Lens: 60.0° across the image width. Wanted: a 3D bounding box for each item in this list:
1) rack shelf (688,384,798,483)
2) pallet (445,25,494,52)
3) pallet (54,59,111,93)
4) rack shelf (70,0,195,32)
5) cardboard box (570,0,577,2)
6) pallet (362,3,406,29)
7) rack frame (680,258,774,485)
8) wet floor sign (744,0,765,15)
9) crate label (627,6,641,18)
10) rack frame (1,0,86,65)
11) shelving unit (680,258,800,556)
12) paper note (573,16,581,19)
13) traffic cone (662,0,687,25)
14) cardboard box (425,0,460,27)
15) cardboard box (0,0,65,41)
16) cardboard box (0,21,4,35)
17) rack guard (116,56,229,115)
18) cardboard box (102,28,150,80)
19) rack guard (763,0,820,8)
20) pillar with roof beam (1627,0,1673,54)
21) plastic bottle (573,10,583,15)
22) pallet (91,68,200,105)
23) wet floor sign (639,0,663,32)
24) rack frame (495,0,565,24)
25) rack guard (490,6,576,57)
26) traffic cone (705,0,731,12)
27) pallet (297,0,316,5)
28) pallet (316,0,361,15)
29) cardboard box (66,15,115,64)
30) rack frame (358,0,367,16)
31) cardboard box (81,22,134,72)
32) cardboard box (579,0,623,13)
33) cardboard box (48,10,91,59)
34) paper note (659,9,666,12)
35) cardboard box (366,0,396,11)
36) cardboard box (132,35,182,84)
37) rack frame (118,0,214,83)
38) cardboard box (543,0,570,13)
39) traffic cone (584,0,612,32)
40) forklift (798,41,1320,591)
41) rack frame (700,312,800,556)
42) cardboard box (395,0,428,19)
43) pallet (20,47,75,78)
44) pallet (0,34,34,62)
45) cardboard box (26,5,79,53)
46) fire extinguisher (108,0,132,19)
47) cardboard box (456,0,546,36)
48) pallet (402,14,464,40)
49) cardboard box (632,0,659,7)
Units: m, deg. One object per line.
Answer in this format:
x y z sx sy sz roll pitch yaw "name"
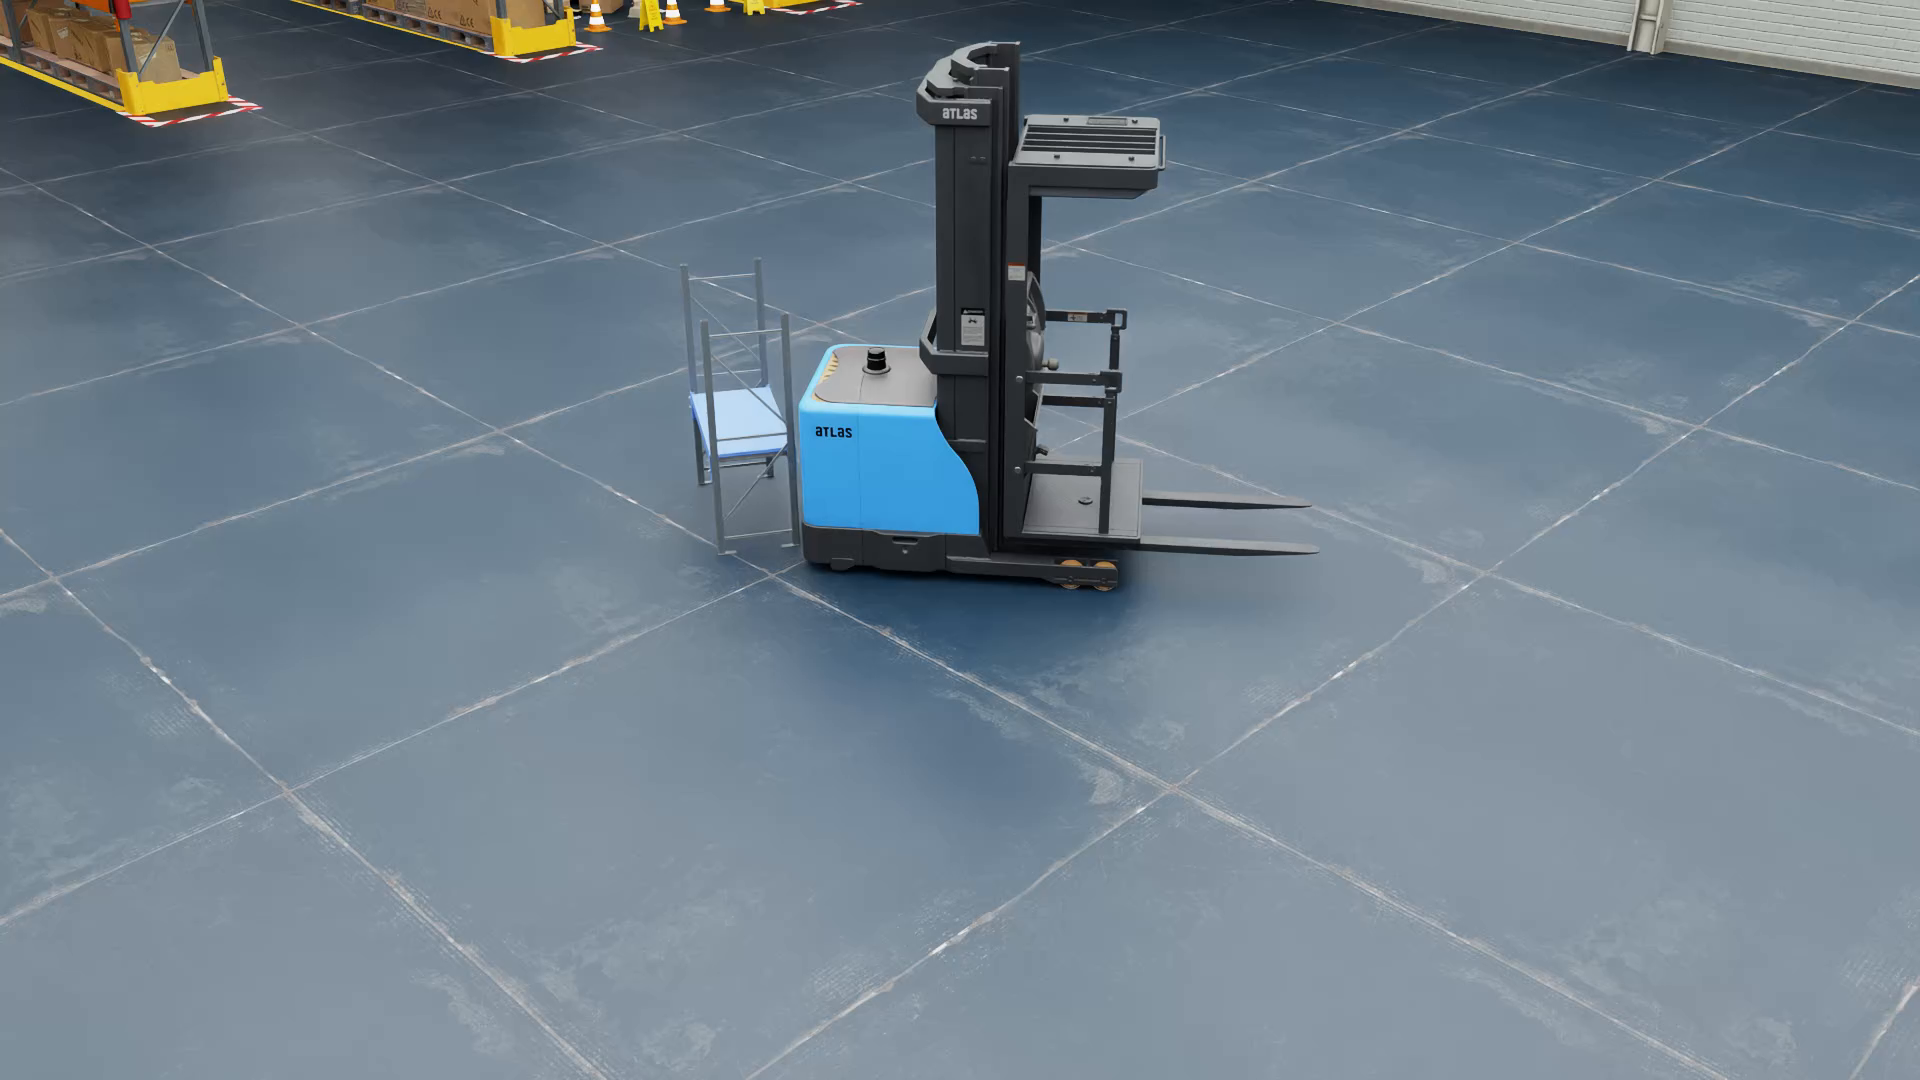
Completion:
-1.353 -0.674 10.306 0.538 0.185 1.000 -7 29 -13 "rack shelf"
-6.604 -7.241 23.794 1.213 0.211 1.003 25 36 38 "pallet"
-11.003 -6.093 21.610 1.213 0.211 1.003 25 36 38 "pallet"
-10.955 -6.961 21.039 4.000 0.370 1.077 25 36 38 "rack shelf"
-6.281 -8.906 26.502 0.503 0.637 0.797 25 36 38 "cardboard box"
-8.344 -8.037 25.308 1.213 0.211 1.003 25 36 38 "pallet"
-1.482 -1.062 10.658 0.500 1.500 0.032 -7 29 -13 "rack frame"
-3.195 -8.457 25.640 0.267 0.644 0.232 -13 30 -22 "wet floor sign"
-4.932 -8.118 25.541 0.298 0.136 0.250 7 29 13 "crate label"
-12.381 -7.932 22.113 0.127 3.000 1.000 25 36 38 "rack frame"
-1.353 -0.833 10.223 0.538 1.500 1.048 -7 29 -13 "shelving unit"
-5.877 -7.987 25.408 0.144 0.017 0.142 -13 30 -22 "paper note"
-4.328 -8.026 25.017 0.334 0.463 0.336 25 36 38 "traffic cone"
-7.138 -7.971 24.019 0.875 0.875 0.875 24 36 38 "cardboard box"
-12.804 -7.228 22.987 0.500 0.500 0.700 21 34 35 "cardboard box"
-13.131 -7.390 23.294 0.500 0.500 0.700 24 36 38 "cardboard box"
-9.583 -5.546 20.259 0.348 0.500 1.175 25 36 38 "rack guard"
-10.412 -6.100 20.862 0.500 0.500 0.500 -15 31 -27 "cardboard box"
-2.635 -8.834 26.514 0.348 0.500 1.175 25 36 38 "rack guard"
6.571 -9.402 18.461 0.400 9.000 9.100 25 36 38 "pillar with roof beam"
-5.982 -8.156 25.695 0.283 0.061 0.133 12 30 22 "plastic bottle"
-10.137 -5.695 20.853 1.213 0.211 1.003 25 36 38 "pallet"
-4.570 -7.846 24.478 0.232 0.644 0.267 18 33 30 "wet floor sign"
-5.979 -8.240 22.698 0.127 3.000 1.000 25 36 38 "rack frame"
-5.962 -7.126 23.265 0.348 0.500 1.175 25 36 38 "rack guard"
-3.792 -8.505 25.928 0.334 0.463 0.336 25 36 38 "traffic cone"
-10.309 -8.936 27.018 1.213 0.211 1.003 25 36 38 "pallet"
-9.434 -8.538 26.261 1.213 0.211 1.003 25 36 38 "pallet"
-11.212 -6.507 21.637 0.500 0.500 0.500 21 34 34 "cardboard box"
-8.831 -9.545 25.180 0.127 3.000 1.000 25 36 38 "rack frame"
-10.846 -6.310 21.262 0.500 0.500 0.500 -21 34 -35 "cardboard box"
-5.608 -8.544 25.958 0.637 0.503 0.797 2 28 4 "cardboard box"
-11.710 -6.684 21.973 0.500 0.500 0.500 -13 31 -24 "cardboard box"
-4.650 -8.250 25.906 0.142 0.019 0.148 12 30 22 "paper note"
-8.432 -8.562 25.143 0.875 0.875 0.875 -25 36 -38 "cardboard box"
-9.962 -5.916 20.513 0.500 0.500 0.500 -18 33 -30 "cardboard box"
-9.529 -6.627 19.630 0.127 3.000 1.000 25 36 38 "rack frame"
-6.315 -8.386 25.912 0.396 0.266 0.258 -18 33 -31 "cardboard box"
-5.362 -7.762 24.514 0.334 0.463 0.336 25 36 38 "traffic cone"
0.618 -1.264 9.505 3.031 2.935 1.130 3 28 6 "forklift"
-1.224 -0.604 9.787 0.500 1.500 0.032 -7 29 -13 "rack frame"
-7.787 -8.270 24.586 0.875 0.875 0.875 25 37 39 "cardboard box"
-11.877 -6.491 22.367 1.213 0.211 1.003 25 36 38 "pallet"
-12.937 -6.952 23.244 1.213 0.211 1.003 25 36 38 "pallet"
-12.124 -6.868 22.323 0.500 0.500 0.500 23 36 37 "cardboard box"
-9.770 -6.403 19.287 0.183 0.674 0.296 25 36 38 "fire extinguisher"
-6.509 -7.685 23.474 0.875 0.875 0.875 25 37 39 "cardboard box"
-7.470 -7.639 24.551 1.213 0.211 1.003 25 36 38 "pallet"
-4.931 -8.411 26.087 0.380 0.149 0.250 -7 29 -14 "cardboard box"
